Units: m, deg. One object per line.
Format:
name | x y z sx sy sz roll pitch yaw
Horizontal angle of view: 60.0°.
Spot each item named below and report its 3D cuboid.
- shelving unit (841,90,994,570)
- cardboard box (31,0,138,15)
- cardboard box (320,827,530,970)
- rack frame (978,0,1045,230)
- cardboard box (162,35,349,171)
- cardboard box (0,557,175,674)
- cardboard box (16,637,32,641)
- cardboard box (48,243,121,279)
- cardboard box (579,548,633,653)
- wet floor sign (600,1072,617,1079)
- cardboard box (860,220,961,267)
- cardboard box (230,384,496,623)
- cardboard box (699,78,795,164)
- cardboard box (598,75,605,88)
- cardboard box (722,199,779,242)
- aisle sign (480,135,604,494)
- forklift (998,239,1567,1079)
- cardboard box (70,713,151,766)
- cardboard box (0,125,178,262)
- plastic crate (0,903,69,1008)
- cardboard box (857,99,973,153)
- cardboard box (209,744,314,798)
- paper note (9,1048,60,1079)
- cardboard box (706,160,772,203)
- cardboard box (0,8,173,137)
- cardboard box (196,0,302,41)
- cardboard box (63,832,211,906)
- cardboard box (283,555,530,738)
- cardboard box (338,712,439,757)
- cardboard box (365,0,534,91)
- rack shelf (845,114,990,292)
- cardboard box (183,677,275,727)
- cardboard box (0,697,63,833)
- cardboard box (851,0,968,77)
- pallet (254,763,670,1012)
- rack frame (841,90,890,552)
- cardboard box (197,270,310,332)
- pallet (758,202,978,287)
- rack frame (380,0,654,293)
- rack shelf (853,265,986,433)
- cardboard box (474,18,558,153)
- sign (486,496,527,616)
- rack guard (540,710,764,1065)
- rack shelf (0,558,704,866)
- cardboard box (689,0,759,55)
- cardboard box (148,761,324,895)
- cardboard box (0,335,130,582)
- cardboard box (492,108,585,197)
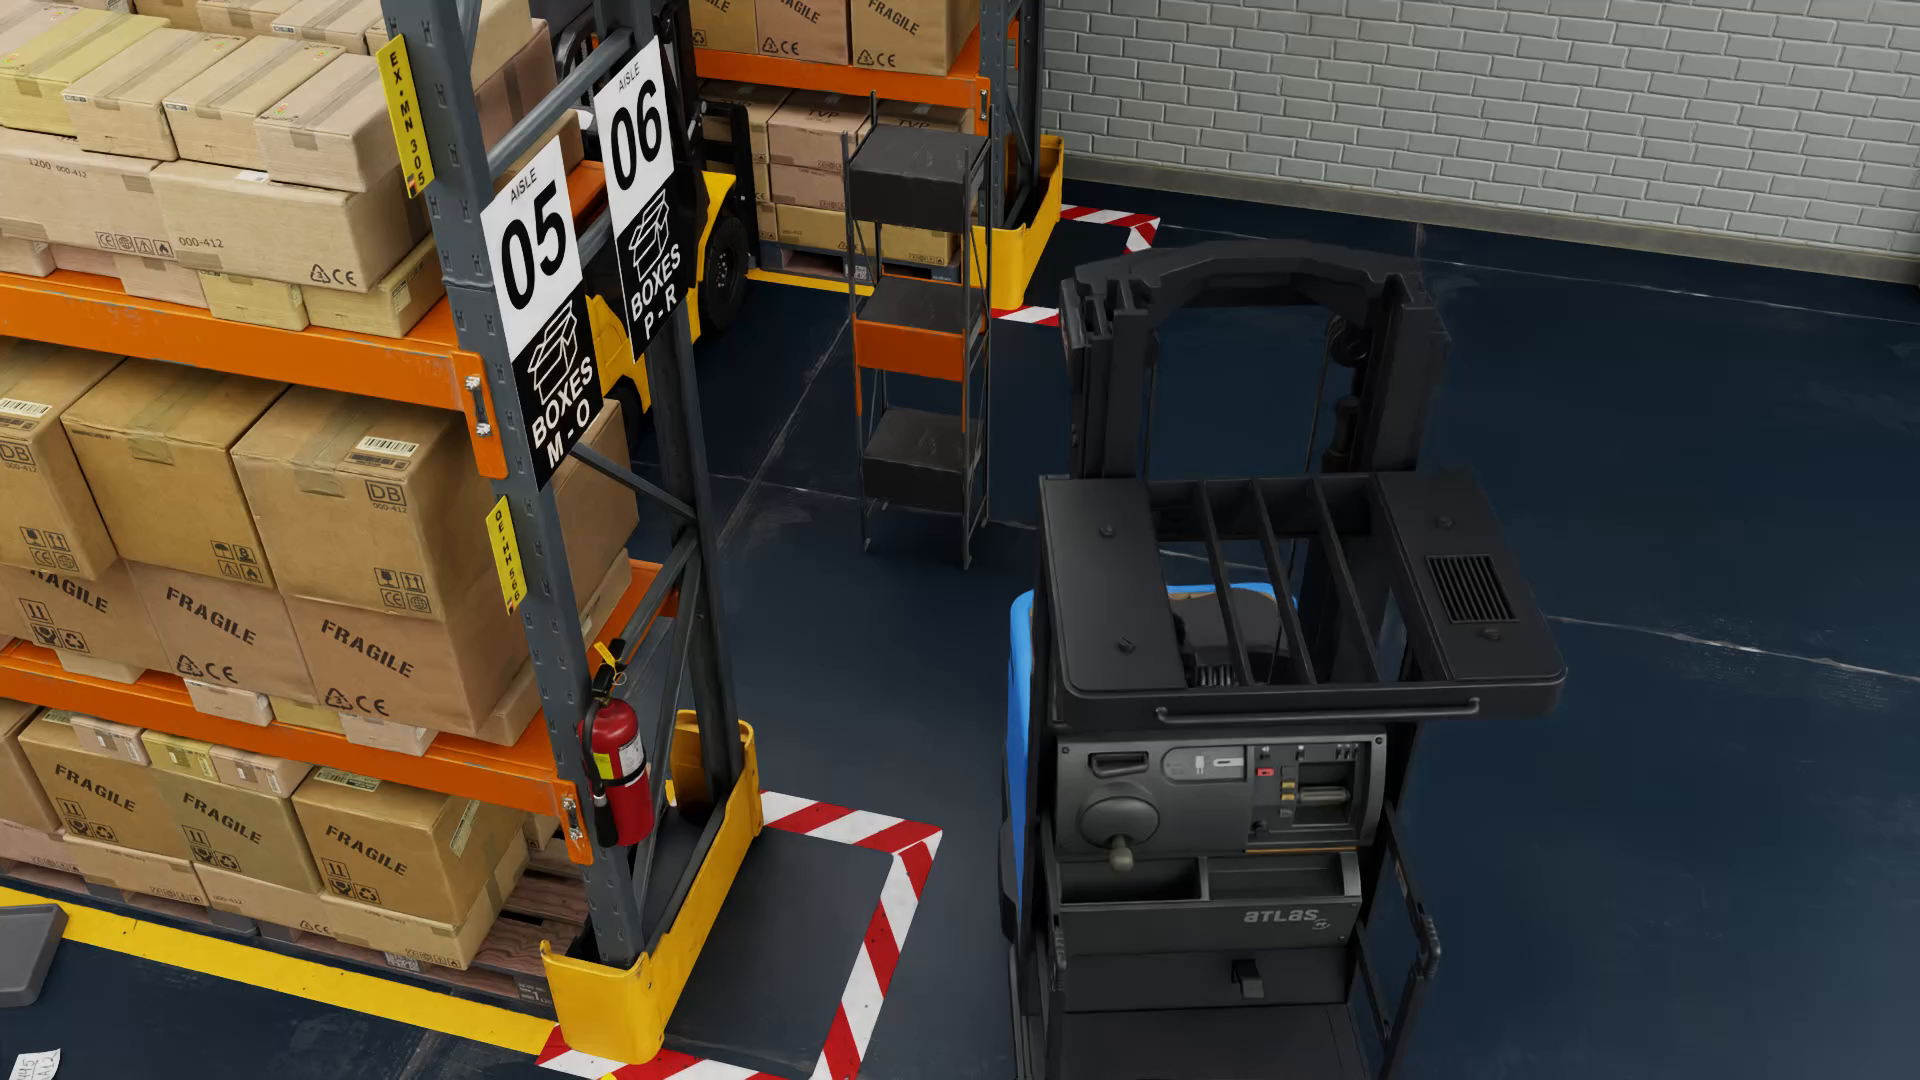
shelving unit | -0.160 -0.832 7.132 0.503 2.100 0.431 10 41 11
cardboard box | -2.244 -1.460 4.423 0.250 0.149 0.380 10 41 11
cardboard box | -1.867 1.186 5.841 0.500 0.250 0.500 10 41 11
rack frame | 0.286 -2.819 8.799 0.127 3.000 1.000 10 41 11
cardboard box | -1.635 -1.032 3.914 0.250 0.149 0.380 10 41 12
cardboard box | -2.553 0.023 5.106 0.500 0.500 0.500 10 41 11
cardboard box | -2.881 0.166 5.440 0.250 0.149 0.380 10 41 11
cardboard box | -2.134 -0.842 4.308 0.250 0.149 0.380 10 41 12
cardboard box | -1.268 0.177 5.427 0.250 0.149 0.380 10 41 12
wet floor sign | -1.086 1.863 5.054 0.232 0.644 0.267 24 46 26
cardboard box | -0.249 -1.809 9.407 0.500 0.250 0.500 10 41 12
cardboard box | -1.543 -0.219 4.616 0.500 0.500 0.700 9 41 10
cardboard box | -1.224 -2.351 9.276 0.500 0.250 0.500 10 41 12
cardboard box | -2.216 -2.532 9.492 0.500 0.250 0.500 11 41 13
cardboard box | -1.208 -1.986 9.618 0.500 0.250 0.500 10 41 12
aisle sign | -1.008 -0.540 4.063 0.004 0.787 0.394 10 41 11
forklift | 0.746 0.807 4.535 1.130 2.935 3.031 -2 40 -2
cardboard box | -2.702 0.543 5.520 0.250 0.149 0.380 11 41 13
cardboard box | -2.039 -0.950 4.126 0.500 0.250 0.500 9 41 11
plastic crate | -3.552 1.489 5.939 0.583 0.080 0.402 -3 40 -4
cardboard box | -0.239 -2.192 9.087 0.500 0.250 0.500 11 41 13
cardboard box | -2.206 0.632 5.414 0.250 0.149 0.380 11 41 13
paper note | -3.132 1.790 5.620 0.148 0.019 0.142 -3 40 -4
cardboard box | -1.250 -2.168 9.446 0.500 0.250 0.500 9 41 10
cardboard box | -2.118 -1.137 4.039 0.250 0.149 0.380 10 41 12
cardboard box | -1.757 -1.390 4.340 0.250 0.149 0.380 10 41 11
cardboard box | -2.849 1.016 6.044 0.500 0.250 0.500 8 41 10
cardboard box | -1.589 0.194 4.902 0.500 0.500 0.500 9 41 11
cardboard box | -1.683 0.459 5.091 0.250 0.149 0.380 9 41 11
cardboard box | -1.284 -1.278 4.207 0.250 0.149 0.380 10 41 11
rack shelf | -0.160 -1.357 6.691 0.480 0.518 0.431 10 41 11
cardboard box | -2.182 0.379 5.186 0.250 0.149 0.380 10 41 12
cardboard box | -3.336 0.640 5.908 0.500 0.500 0.500 12 41 14
cardboard box | -0.257 -2.776 8.670 0.500 0.500 0.500 9 41 10
pallet | -1.842 1.164 6.225 1.213 0.211 1.003 10 41 11
rack frame | -0.396 -0.872 7.180 0.015 2.100 0.400 10 41 11
cardboard box | -1.659 -0.693 4.131 0.250 0.149 0.380 10 41 12
pallet | -0.463 -1.852 9.816 1.213 0.211 1.003 10 41 11
rack frame | -0.993 -2.032 3.197 0.127 3.000 1.000 10 41 11
rack shelf | -0.160 -0.821 7.141 0.480 0.518 0.431 10 41 11
cardboard box | -1.410 -1.189 4.411 0.500 0.250 0.500 9 41 11
sign | -1.156 0.043 4.245 0.005 0.325 0.100 10 41 11
rack guard | -1.066 1.210 5.945 0.348 0.500 1.175 10 41 11
rack shelf | -2.925 0.209 5.753 4.000 0.370 1.077 10 41 11
cardboard box | -1.251 -2.953 8.880 0.500 0.500 0.500 9 41 11
cardboard box | -2.339 0.815 5.701 0.500 0.500 0.500 11 41 13
cardboard box | -2.549 -0.329 4.747 0.500 0.500 0.700 9 41 11
cardboard box | -1.230 -1.044 4.548 0.250 0.149 0.380 10 41 11
